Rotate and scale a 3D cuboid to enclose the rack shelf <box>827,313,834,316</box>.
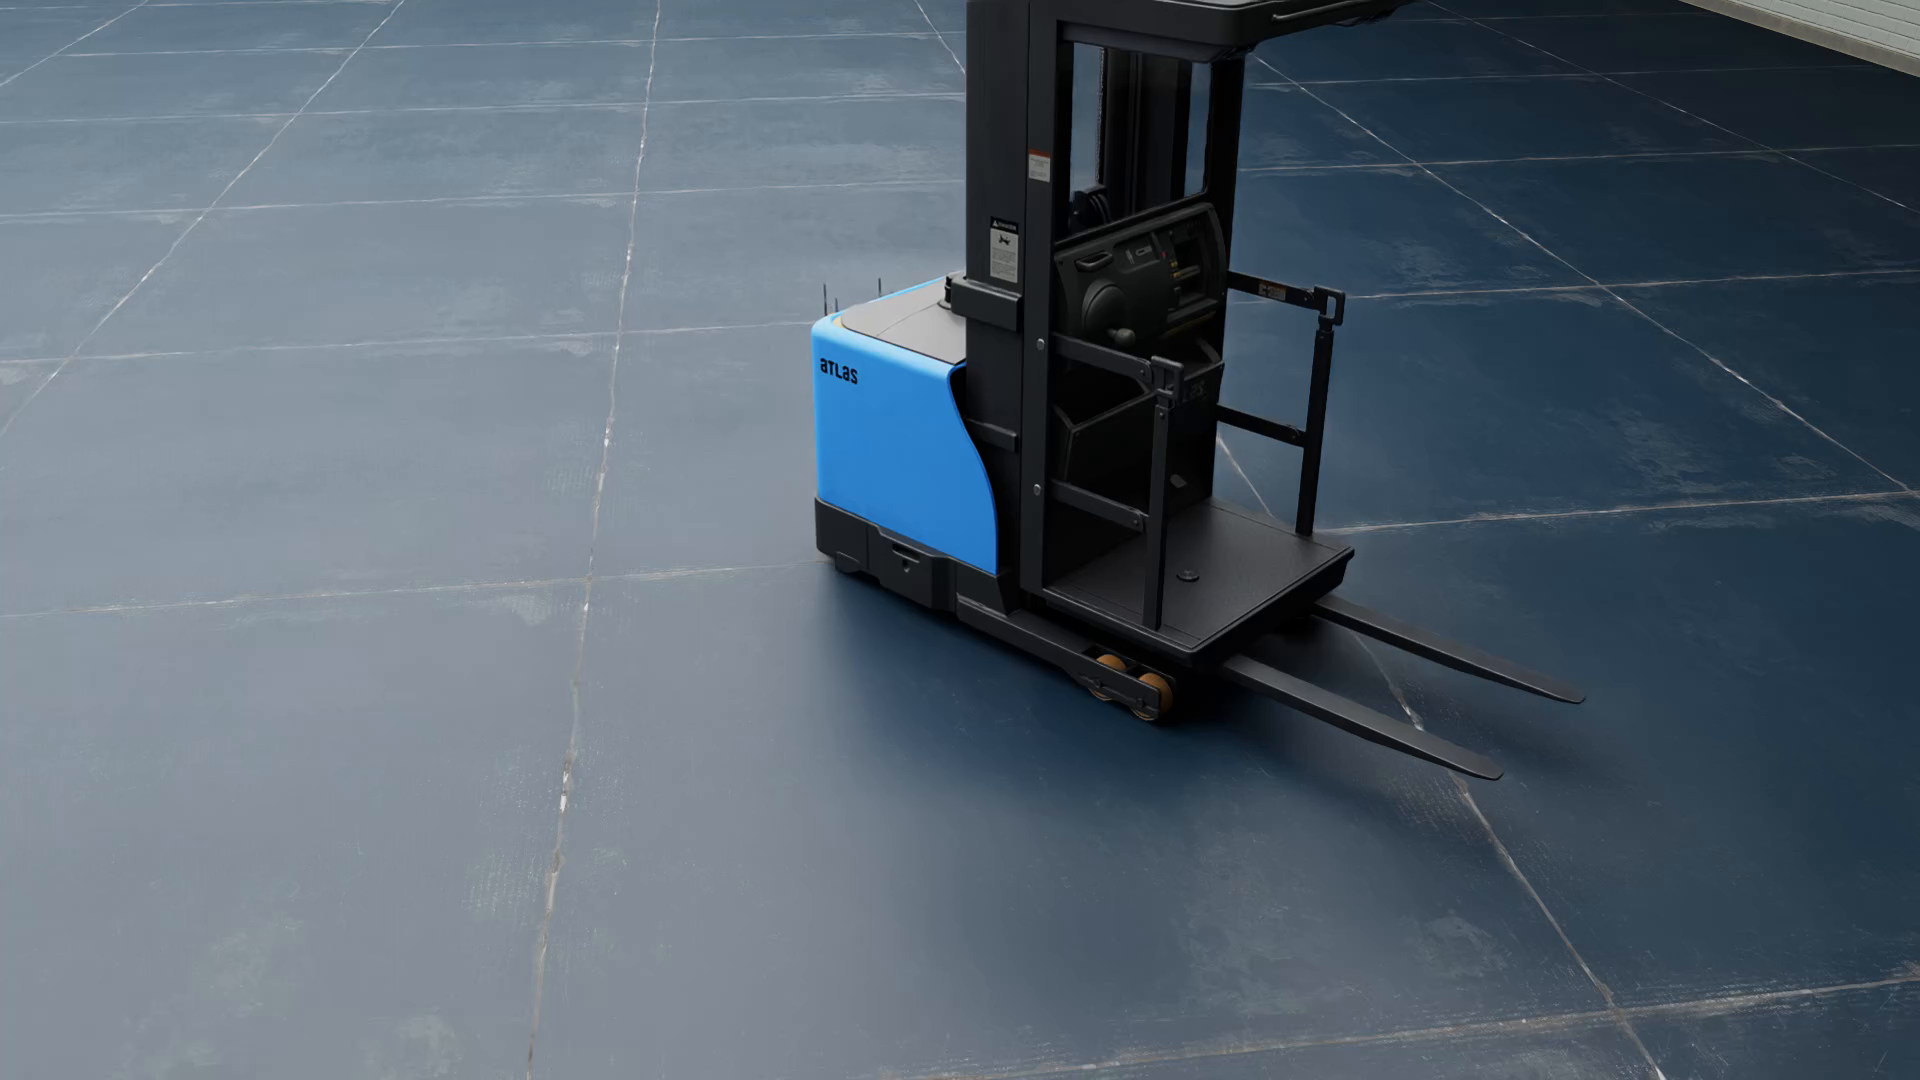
[{"bbox_3d":[-0.431,-0.846,7.150,0.240,0.259,0.215,-9,29,-17],"label":"rack shelf"}]

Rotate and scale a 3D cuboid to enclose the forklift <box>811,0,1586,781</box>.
[{"bbox_3d":[0.816,-0.924,5.841,3.031,2.935,1.130,23,35,37],"label":"forklift"}]

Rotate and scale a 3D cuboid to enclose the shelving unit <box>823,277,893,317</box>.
[{"bbox_3d":[-0.431,-0.603,7.275,0.252,1.050,0.215,-9,29,-17],"label":"shelving unit"}]

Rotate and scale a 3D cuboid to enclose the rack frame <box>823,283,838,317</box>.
[{"bbox_3d":[-0.546,-0.584,7.239,0.008,1.050,0.200,-9,29,-17],"label":"rack frame"}]

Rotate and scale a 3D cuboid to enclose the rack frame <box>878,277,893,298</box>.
[{"bbox_3d":[-0.316,-0.621,7.310,0.008,1.050,0.200,-9,29,-17],"label":"rack frame"}]
